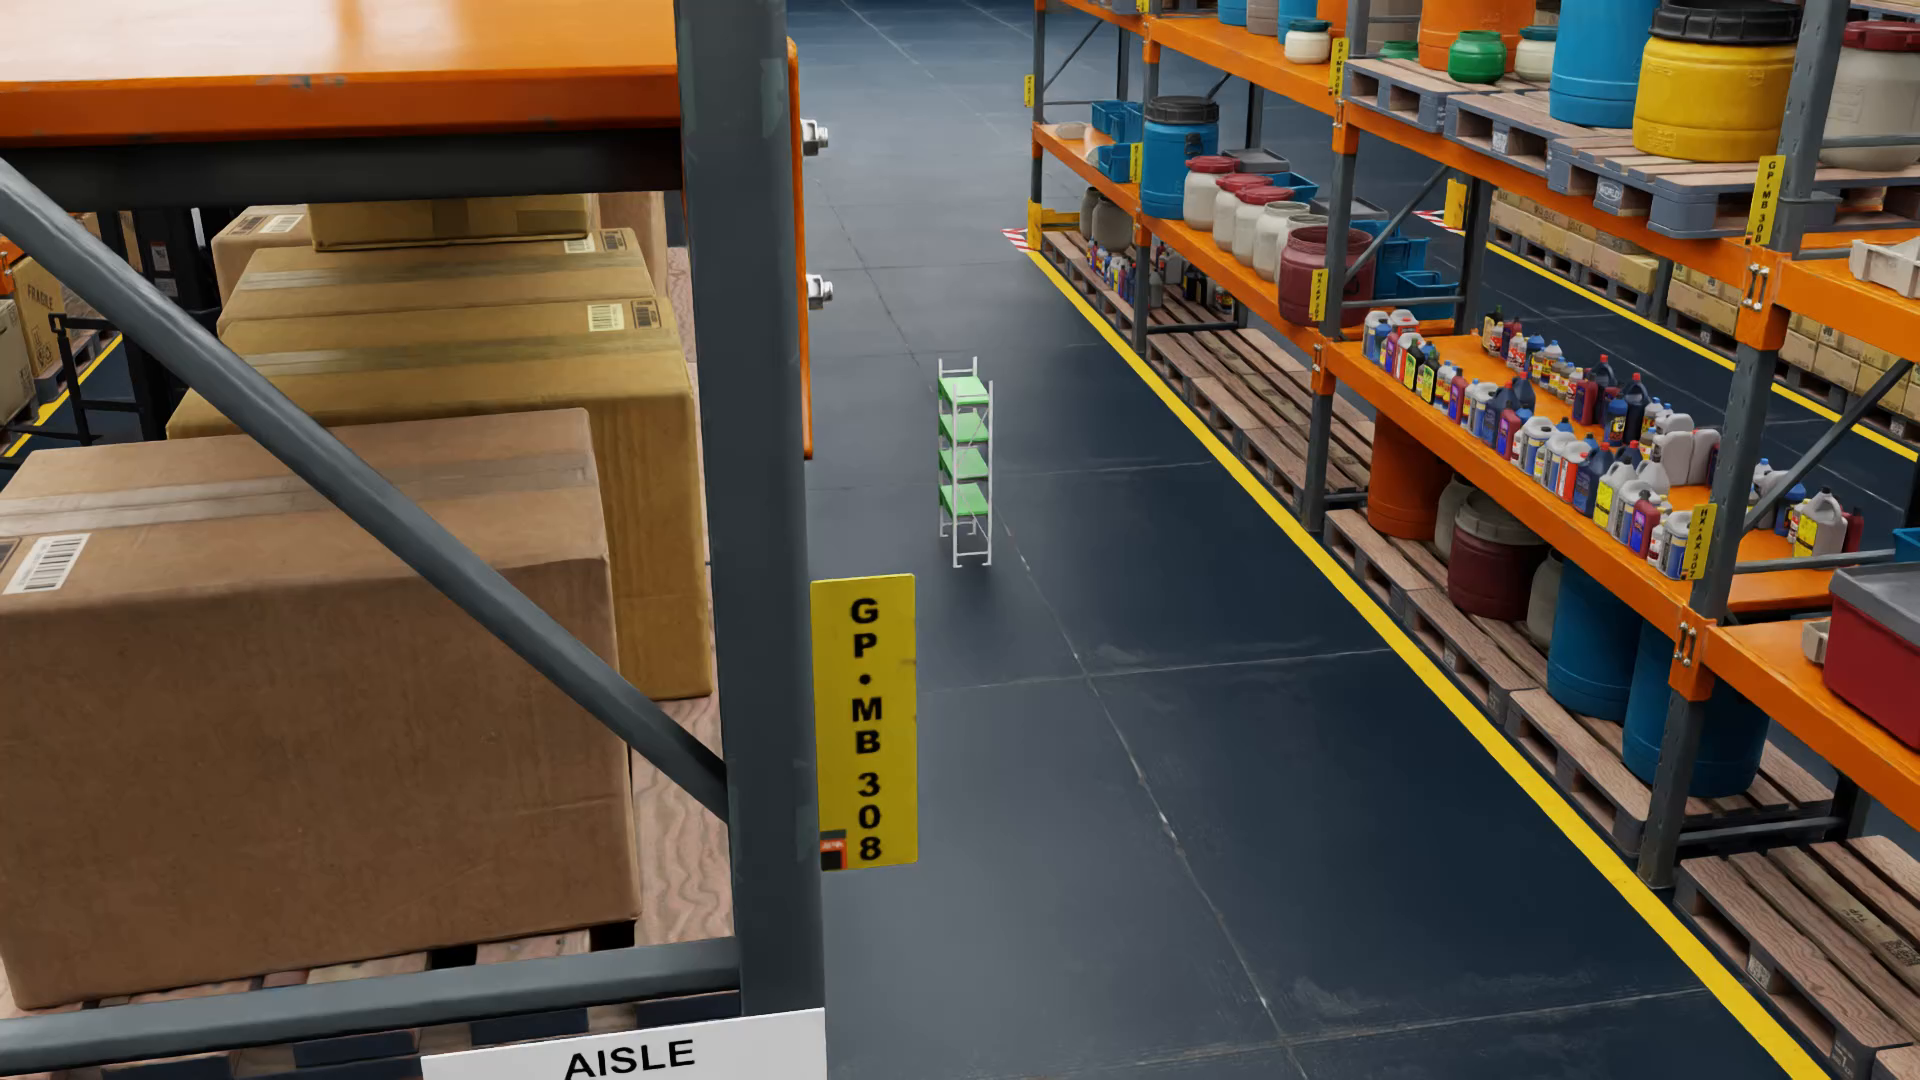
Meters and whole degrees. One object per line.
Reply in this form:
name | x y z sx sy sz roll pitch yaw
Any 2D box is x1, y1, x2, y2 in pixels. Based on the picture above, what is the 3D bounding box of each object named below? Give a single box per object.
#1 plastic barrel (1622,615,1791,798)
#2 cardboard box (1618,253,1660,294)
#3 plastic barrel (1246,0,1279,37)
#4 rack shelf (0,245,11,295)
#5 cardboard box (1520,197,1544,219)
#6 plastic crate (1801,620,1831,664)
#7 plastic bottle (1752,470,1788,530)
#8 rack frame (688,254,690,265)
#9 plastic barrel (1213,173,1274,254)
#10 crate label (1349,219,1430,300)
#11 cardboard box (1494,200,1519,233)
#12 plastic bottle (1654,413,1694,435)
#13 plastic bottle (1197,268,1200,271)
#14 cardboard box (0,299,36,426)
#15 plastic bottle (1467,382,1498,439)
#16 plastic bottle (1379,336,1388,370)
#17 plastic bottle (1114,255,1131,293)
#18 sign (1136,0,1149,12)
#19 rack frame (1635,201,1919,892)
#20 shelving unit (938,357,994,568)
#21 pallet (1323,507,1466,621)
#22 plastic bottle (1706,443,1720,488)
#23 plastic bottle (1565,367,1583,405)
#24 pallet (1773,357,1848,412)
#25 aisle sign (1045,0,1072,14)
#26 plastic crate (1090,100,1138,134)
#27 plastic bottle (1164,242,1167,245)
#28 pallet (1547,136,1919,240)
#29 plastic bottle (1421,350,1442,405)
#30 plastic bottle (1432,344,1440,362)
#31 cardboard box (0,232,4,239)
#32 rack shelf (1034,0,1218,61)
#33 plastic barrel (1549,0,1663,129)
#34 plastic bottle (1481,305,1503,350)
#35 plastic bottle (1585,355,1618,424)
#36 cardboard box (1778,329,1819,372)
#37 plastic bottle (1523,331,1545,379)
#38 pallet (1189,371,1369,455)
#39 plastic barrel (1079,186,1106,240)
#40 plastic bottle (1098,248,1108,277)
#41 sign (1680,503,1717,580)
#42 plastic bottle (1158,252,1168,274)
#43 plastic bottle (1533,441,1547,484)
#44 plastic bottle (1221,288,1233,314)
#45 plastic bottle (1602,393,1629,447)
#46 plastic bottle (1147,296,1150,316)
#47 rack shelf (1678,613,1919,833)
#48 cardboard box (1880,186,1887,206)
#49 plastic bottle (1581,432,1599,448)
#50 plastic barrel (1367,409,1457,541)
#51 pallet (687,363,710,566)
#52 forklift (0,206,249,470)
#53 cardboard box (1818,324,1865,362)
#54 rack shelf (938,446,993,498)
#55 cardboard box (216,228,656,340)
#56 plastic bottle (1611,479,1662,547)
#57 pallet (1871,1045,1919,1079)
plastic barrel | 3.405 0.649 7.613 0.600 0.901 0.708 -4 24 -10
cardboard box | 6.578 -2.515 15.672 0.500 0.250 0.500 -4 24 -10
plastic barrel | 2.438 -4.214 12.278 0.600 0.901 0.600 0 24 0
rack shelf | -7.381 -1.241 10.743 1.077 0.370 4.000 -4 24 -10
cardboard box | 6.218 -3.646 17.325 0.500 0.500 0.500 -4 24 -10
plastic crate | 3.434 0.382 6.381 0.396 0.136 0.243 -4 24 -10
plastic bottle | 3.710 -0.202 7.620 0.152 0.276 0.135 -4 24 -10
rack frame | -1.379 0.462 5.945 1.000 3.000 0.127 -4 24 -10
plastic barrel | 2.107 -2.433 12.402 0.433 0.535 0.433 0 24 0
crate label | 2.831 -1.905 11.320 0.502 0.435 0.616 -4 24 -10
cardboard box | 6.115 -3.498 17.923 0.500 0.250 0.500 -4 24 -10
plastic bottle | 3.564 -0.513 8.333 0.152 0.276 0.135 -4 24 -10
plastic bottle | 2.233 -2.461 15.398 0.144 0.351 0.185 -5 24 -12
cardboard box | -7.548 -1.281 12.222 1.050 0.750 0.750 -4 24 -10
plastic bottle | 2.768 -0.682 8.718 0.152 0.276 0.135 -4 24 -10
plastic bottle | 2.524 -1.107 9.785 0.097 0.201 0.097 0 24 0
plastic bottle | 1.512 -2.474 15.426 0.144 0.351 0.185 -4 24 -10
sign | 1.467 -4.394 13.303 0.100 0.325 0.005 -4 24 -10
rack frame | 3.489 0.095 6.784 1.000 3.000 0.127 -4 24 -10
shelving unit | 0.031 -0.485 10.361 0.258 1.200 0.503 -4 24 -10
pallet | 2.936 0.107 10.242 1.003 0.211 1.213 -4 24 -10
plastic bottle | 3.676 -0.376 8.010 0.061 0.283 0.133 -4 24 -10
plastic bottle | 3.415 -0.854 9.206 0.097 0.201 0.097 0 24 0
pallet | 7.282 -1.371 13.625 1.003 0.211 1.213 -4 24 -10
aisle sign | 0.969 -5.823 17.086 0.394 0.787 0.004 -4 24 -10
plastic crate | 1.656 -4.382 17.221 0.499 0.251 0.616 -4 24 -10
plastic bottle | 2.040 -2.854 16.484 0.097 0.201 0.097 0 24 0
pallet | 3.248 -1.494 6.911 1.213 0.211 1.003 -4 24 -10
plastic bottle | 2.620 -0.902 9.212 0.061 0.283 0.133 -4 24 -10
plastic bottle | 2.716 -1.027 9.603 0.097 0.201 0.097 0 24 0
cardboard box | -7.831 -2.570 12.700 0.875 0.550 0.550 -4 24 -10
rack shelf | 1.640 -4.883 15.334 1.077 0.370 4.000 -4 24 -10
plastic barrel | 3.023 -2.361 7.510 0.600 0.901 0.708 -4 24 -10
plastic bottle | 3.243 -1.297 10.118 0.061 0.283 0.133 -4 24 -10
plastic bottle | 3.443 -0.813 8.924 0.144 0.351 0.185 -4 24 -10
cardboard box | 6.994 -1.567 13.501 0.500 0.250 0.500 -4 24 -9
plastic bottle | 3.325 -1.077 9.630 0.097 0.271 0.097 0 24 0
pallet | 2.422 -0.987 12.745 1.003 0.211 1.213 -4 24 -10
plastic barrel | 1.467 -3.424 17.425 0.421 0.512 0.421 0 24 0
plastic bottle | 1.381 -2.666 15.965 0.097 0.271 0.097 0 24 0
sign | 2.948 0.008 6.637 0.100 0.325 0.005 -4 24 -10
plastic bottle | 1.967 -2.682 16.089 0.097 0.201 0.097 0 24 0
plastic bottle | 2.864 -0.383 8.128 0.097 0.201 0.097 0 24 0
plastic bottle | 2.381 -2.160 14.808 0.097 0.271 0.097 0 24 0
plastic bottle | 3.391 -0.625 8.594 0.097 0.271 0.097 0 24 0
plastic bottle | 1.636 -2.090 14.735 0.097 0.201 0.097 0 24 0
rack shelf | 3.859 1.212 5.127 1.077 0.370 4.000 -4 24 -10
cardboard box | 7.292 -2.548 12.711 0.500 0.500 0.500 -6 24 -13
plastic bottle | 3.032 -0.388 8.052 0.097 0.271 0.097 0 24 0
plastic barrel | 2.856 -0.485 10.299 0.600 0.830 0.708 -4 24 -10
pallet | -1.016 -0.071 3.527 1.003 0.211 1.213 -4 24 -10
forklift | -5.454 -1.728 11.045 3.031 2.935 1.130 4 24 9
cardboard box | 7.086 -1.623 12.928 0.500 0.311 0.500 -4 24 -10
rack shelf | 0.031 -0.426 10.386 0.258 0.148 0.480 -4 24 -10
cardboard box | -0.917 -0.254 3.062 0.700 0.500 0.500 -6 24 -13
plastic bottle | 3.031 -0.123 7.438 0.152 0.276 0.135 -4 24 -10
pallet | 3.892 2.140 5.585 1.003 0.211 1.213 -4 24 -10
